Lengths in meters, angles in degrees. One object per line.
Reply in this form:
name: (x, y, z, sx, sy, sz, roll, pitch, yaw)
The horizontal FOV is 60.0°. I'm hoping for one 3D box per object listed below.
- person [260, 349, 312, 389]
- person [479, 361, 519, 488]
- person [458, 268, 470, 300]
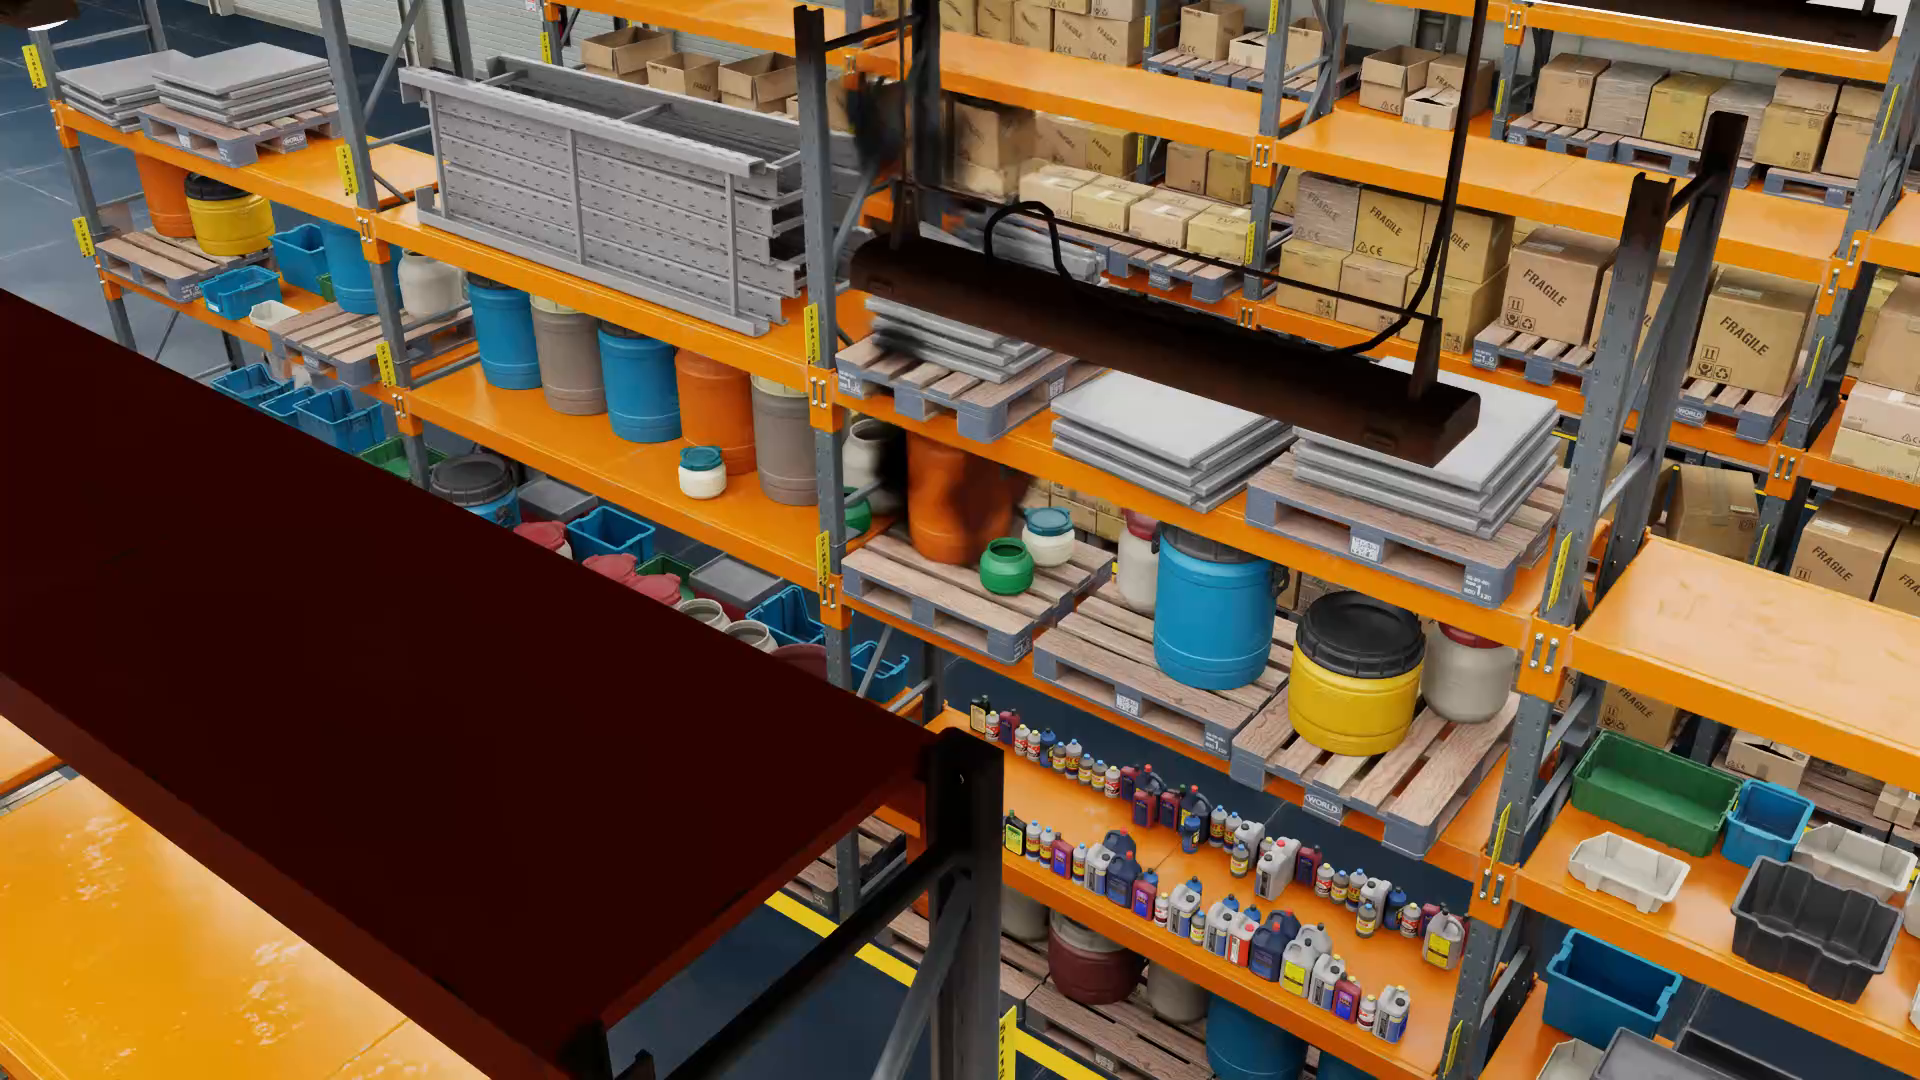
person: (-6.438, -1.476, 16.122, 0.924, 1.665, 0.598, 6, 32, 10)
person: (-4.194, -1.006, 15.221, 0.695, 1.824, 0.917, -26, 40, -35)
person: (-5.585, -3.290, 18.992, 0.723, 1.825, 0.707, -11, 33, -17)
